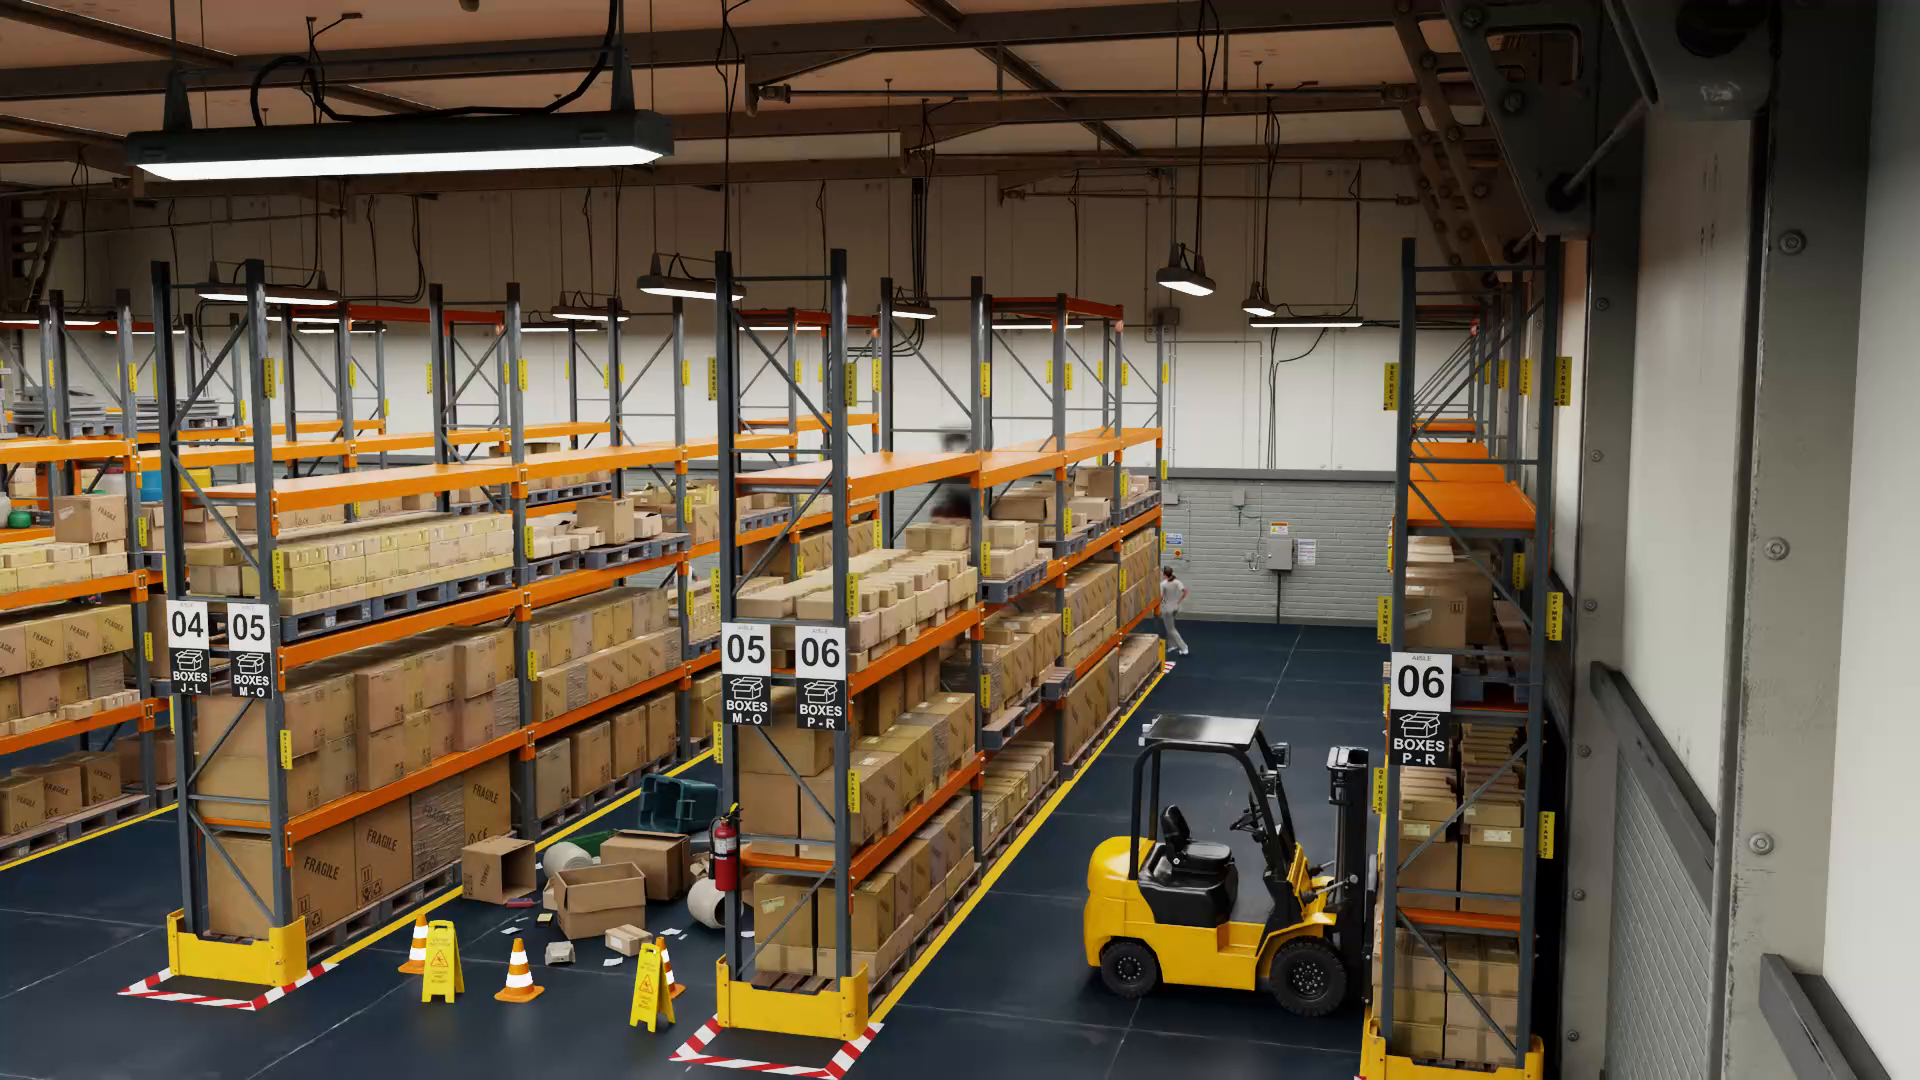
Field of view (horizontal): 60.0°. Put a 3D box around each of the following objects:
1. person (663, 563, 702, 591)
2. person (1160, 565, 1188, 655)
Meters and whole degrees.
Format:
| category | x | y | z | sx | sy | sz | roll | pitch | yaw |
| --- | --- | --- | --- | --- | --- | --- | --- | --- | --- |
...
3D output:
| category | x | y | z | sx | sy | sz | roll | pitch | yaw |
| --- | --- | --- | --- | --- | --- | --- | --- | --- | --- |
| person | -5.032 | 1.118 | 30.288 | 0.743 | 1.800 | 0.869 | -1 | 6 | -9 |
| person | 3.673 | 1.254 | 29.399 | 0.694 | 1.651 | 0.758 | -4 | 7 | -35 |
